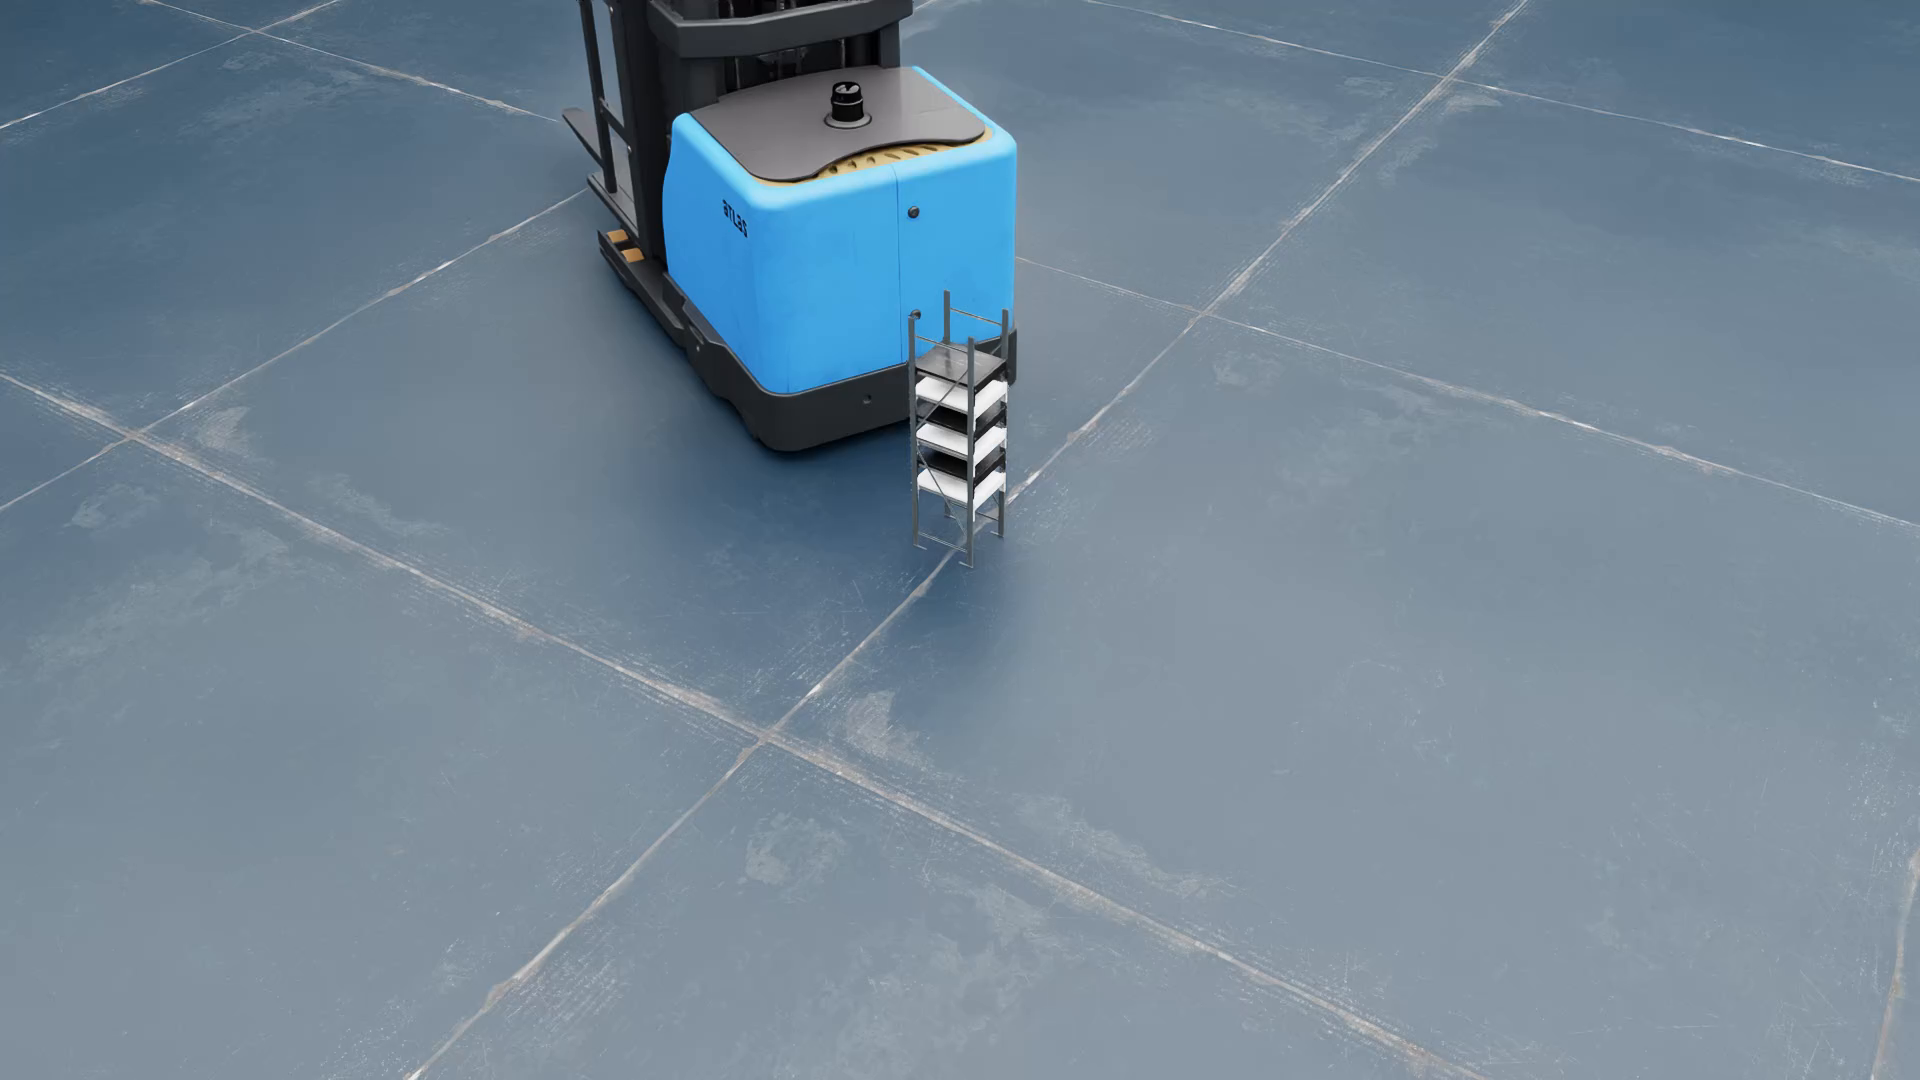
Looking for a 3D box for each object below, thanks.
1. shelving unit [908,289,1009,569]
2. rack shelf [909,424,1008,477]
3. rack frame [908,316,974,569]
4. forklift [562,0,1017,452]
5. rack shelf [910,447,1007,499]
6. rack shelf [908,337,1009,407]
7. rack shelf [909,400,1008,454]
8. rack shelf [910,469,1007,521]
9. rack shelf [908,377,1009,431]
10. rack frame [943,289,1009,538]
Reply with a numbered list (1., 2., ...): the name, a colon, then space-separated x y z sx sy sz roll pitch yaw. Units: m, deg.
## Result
1. shelving unit: -0.004 -0.352 5.470 0.258 0.900 0.210 21 42 25
2. rack shelf: -0.004 -0.326 5.490 0.258 0.077 0.200 21 42 25
3. rack frame: -0.059 -0.300 5.402 0.240 0.900 0.006 21 42 25
4. forklift: -0.925 -2.367 6.420 1.130 2.935 3.031 -18 41 -22
5. rack shelf: -0.004 -0.255 5.545 0.258 0.077 0.200 21 42 25
6. rack shelf: -0.004 -0.540 5.325 0.258 0.077 0.200 21 42 25
7. rack shelf: -0.004 -0.397 5.435 0.258 0.077 0.200 21 42 25
8. rack shelf: -0.004 -0.183 5.600 0.258 0.077 0.200 21 42 25
9. rack shelf: -0.004 -0.468 5.380 0.258 0.077 0.200 21 42 25
10. rack frame: 0.050 -0.405 5.538 0.240 0.900 0.006 21 42 25
